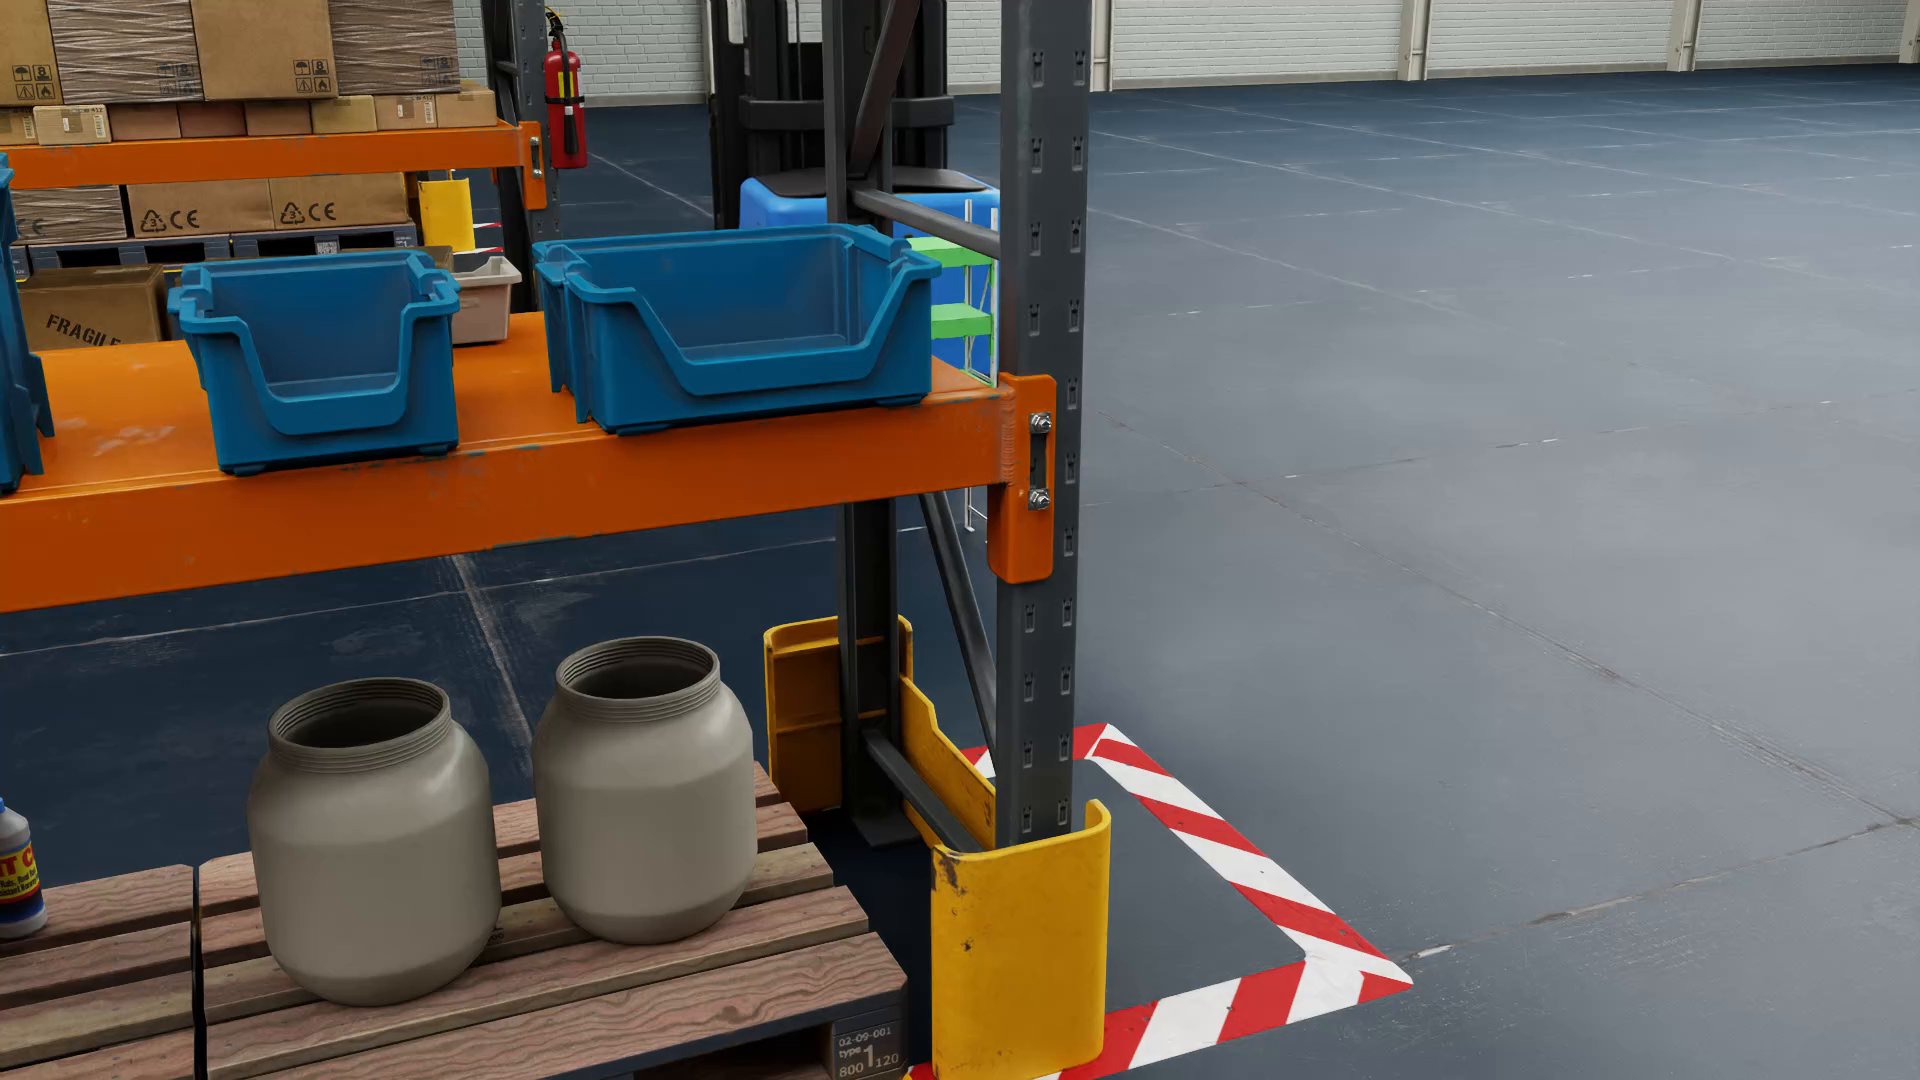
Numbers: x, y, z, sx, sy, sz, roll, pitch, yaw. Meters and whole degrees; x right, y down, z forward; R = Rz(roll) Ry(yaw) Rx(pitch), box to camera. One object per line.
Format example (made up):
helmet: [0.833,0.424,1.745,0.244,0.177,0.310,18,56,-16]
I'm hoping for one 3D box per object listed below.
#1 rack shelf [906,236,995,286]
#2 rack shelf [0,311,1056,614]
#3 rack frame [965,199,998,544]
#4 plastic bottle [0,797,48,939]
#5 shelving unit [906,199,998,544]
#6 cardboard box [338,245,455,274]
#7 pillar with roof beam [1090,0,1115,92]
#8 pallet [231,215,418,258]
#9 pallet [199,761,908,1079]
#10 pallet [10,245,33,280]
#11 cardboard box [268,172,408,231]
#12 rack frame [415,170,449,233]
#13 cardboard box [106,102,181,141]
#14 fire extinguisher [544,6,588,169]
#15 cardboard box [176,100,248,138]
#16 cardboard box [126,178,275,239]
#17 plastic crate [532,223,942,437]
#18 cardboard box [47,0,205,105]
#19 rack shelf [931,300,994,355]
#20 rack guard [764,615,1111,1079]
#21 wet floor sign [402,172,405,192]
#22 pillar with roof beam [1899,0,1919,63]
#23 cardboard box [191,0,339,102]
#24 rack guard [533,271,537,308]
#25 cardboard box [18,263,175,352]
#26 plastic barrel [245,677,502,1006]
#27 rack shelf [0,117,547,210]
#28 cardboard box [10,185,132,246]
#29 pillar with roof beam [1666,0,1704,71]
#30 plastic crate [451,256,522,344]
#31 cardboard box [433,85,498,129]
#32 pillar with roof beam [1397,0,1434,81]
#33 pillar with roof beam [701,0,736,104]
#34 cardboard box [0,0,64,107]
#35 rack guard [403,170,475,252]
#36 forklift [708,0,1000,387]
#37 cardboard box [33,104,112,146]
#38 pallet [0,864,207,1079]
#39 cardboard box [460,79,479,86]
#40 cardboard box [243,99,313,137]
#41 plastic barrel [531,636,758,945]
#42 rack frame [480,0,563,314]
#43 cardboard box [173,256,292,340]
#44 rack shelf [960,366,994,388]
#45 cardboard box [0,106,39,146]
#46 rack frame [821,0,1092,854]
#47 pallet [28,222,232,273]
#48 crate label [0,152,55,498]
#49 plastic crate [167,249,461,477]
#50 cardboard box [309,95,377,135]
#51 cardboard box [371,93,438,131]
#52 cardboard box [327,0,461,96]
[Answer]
rack shelf: [-0.152,-0.937,5.623,0.480,0.148,0.258,-8,21,-22]
rack shelf: [-1.876,0.000,2.587,4.000,0.370,1.077,-8,21,-22]
rack frame: [0.072,-0.576,5.852,0.015,1.200,0.240,-8,21,-22]
plastic bottle: [-1.827,0.621,3.188,0.097,0.271,0.097,0,19,0]
shelving unit: [-0.152,-0.544,5.761,0.503,1.200,0.258,-8,21,-22]
cardboard box: [-2.581,-1.054,7.631,0.500,0.500,0.500,-4,20,-12]
pillar with roof beam: [3.831,-9.926,20.664,0.400,9.000,9.100,-8,21,-22]
pallet: [-4.576,-2.194,11.935,1.213,0.211,1.003,-8,21,-22]
pallet: [-0.838,0.843,3.310,1.213,0.211,1.003,-8,21,-22]
pallet: [-6.817,-1.873,11.023,1.213,0.211,1.003,-8,21,-22]
cardboard box: [-4.469,-2.725,11.811,0.875,0.875,0.875,-8,21,-22]
rack frame: [-3.873,-3.638,11.838,0.127,3.000,1.000,-8,21,-22]
cardboard box: [-3.322,-1.724,6.780,0.250,0.149,0.380,-8,21,-22]
fire extinguisher: [-1.713,-1.950,7.161,0.183,0.674,0.296,-8,21,-22]
cardboard box: [-3.102,-1.764,6.893,0.250,0.149,0.380,-8,21,-22]
cardboard box: [-5.276,-2.608,11.480,0.875,0.875,0.875,-9,21,-23]
plastic crate: [-0.380,-0.375,2.794,0.616,0.251,0.499,-8,21,-22]
cardboard box: [-3.405,-2.081,6.817,0.500,0.500,0.875,-8,21,-22]
rack shelf: [-0.152,-0.710,5.702,0.480,0.148,0.258,-8,21,-22]
rack guard: [-0.090,0.601,3.561,0.348,0.500,1.175,-8,21,-22]
wet floor sign: [-4.631,-3.135,13.955,0.232,0.644,0.267,-12,23,-31]
pillar with roof beam: [20.359,-12.294,27.389,0.400,9.000,9.100,-8,21,-22]
cardboard box: [-2.929,-2.133,6.966,0.500,0.500,0.875,-8,21,-22]
rack guard: [-2.071,-0.923,7.892,0.348,0.500,1.175,-8,21,-22]
cardboard box: [-3.699,-0.889,7.161,0.500,0.500,0.500,-6,20,-17]
plastic barrel: [-1.073,0.549,3.059,0.421,0.512,0.421,0,19,0]
rack shelf: [-3.837,-1.510,6.877,4.000,0.370,1.077,-8,21,-22]
cardboard box: [-6.114,-2.489,11.141,0.875,0.875,0.875,-8,21,-22]
pillar with roof beam: [14.850,-11.505,25.148,0.400,9.000,9.100,-8,21,-22]
plastic crate: [-0.988,-0.458,3.203,0.250,0.136,0.298,-8,21,-22]
cardboard box: [-2.181,-1.893,7.261,0.250,0.149,0.380,-8,21,-22]
pillar with roof beam: [9.341,-10.716,22.906,0.400,9.000,9.100,-8,21,-22]
pillar with roof beam: [-1.678,-9.137,18.423,0.400,9.000,9.100,-8,21,-22]
cardboard box: [-3.868,-2.019,6.640,0.500,0.500,0.875,-8,21,-22]
rack guard: [-3.851,-2.462,12.262,0.348,0.500,1.175,-8,21,-22]
forklift: [-0.662,-2.237,7.961,1.130,2.935,3.031,-5,20,-14]
cardboard box: [-3.517,-1.664,6.610,0.250,0.149,0.380,-8,21,-22]
pallet: [-1.957,1.002,2.858,1.213,0.211,1.003,-8,21,-22]
cardboard box: [-2.357,-2.029,7.646,0.250,0.149,0.380,-8,21,-22]
cardboard box: [-2.856,-1.784,6.950,0.250,0.149,0.380,-8,21,-22]
plastic barrel: [-0.613,0.483,3.246,0.421,0.512,0.421,0,19,0]
rack frame: [-2.001,-2.112,7.505,0.127,3.000,1.000,-8,21,-22]
cardboard box: [-3.116,-0.965,7.378,0.500,0.500,0.500,-3,20,-8]
rack shelf: [-0.152,-0.484,5.782,0.480,0.148,0.258,-8,21,-22]
cardboard box: [-3.774,-1.652,6.577,0.250,0.149,0.380,-8,21,-22]
rack frame: [-0.039,-0.602,3.215,0.127,3.000,1.000,-8,21,-22]
pallet: [-5.695,-2.035,11.483,1.213,0.211,1.003,-8,21,-22]
crate label: [-1.622,-0.294,2.287,0.616,0.435,0.502,-8,21,-22]
plastic crate: [-0.979,-0.291,2.556,0.408,0.251,0.499,-8,21,-22]
cardboard box: [-2.620,-1.812,7.030,0.250,0.149,0.380,-8,21,-22]
cardboard box: [-2.411,-1.861,7.168,0.250,0.149,0.380,-8,21,-22]
cardboard box: [-2.517,-2.236,7.257,0.500,0.500,0.875,-8,21,-22]
